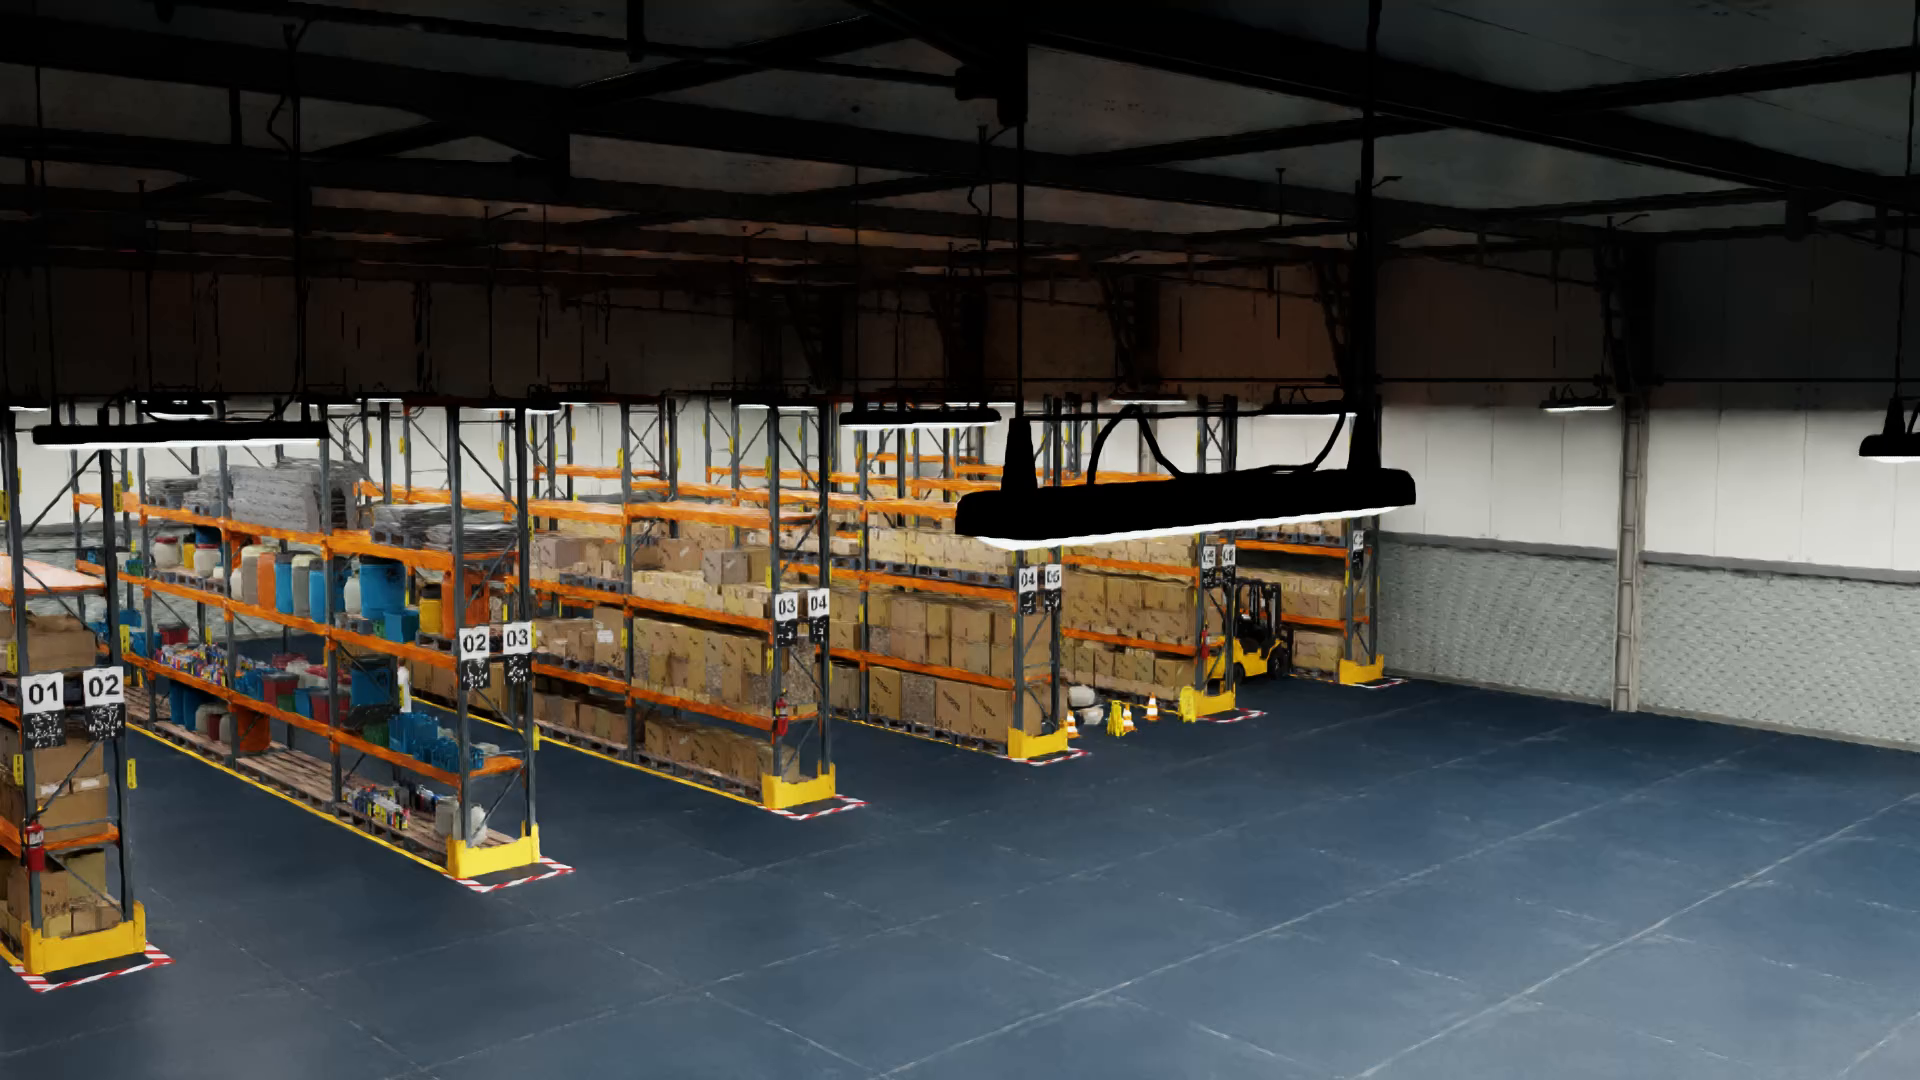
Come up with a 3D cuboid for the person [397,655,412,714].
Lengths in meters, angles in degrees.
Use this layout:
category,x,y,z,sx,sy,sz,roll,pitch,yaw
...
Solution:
category,x,y,z,sx,sy,sz,roll,pitch,yaw
person,-9.307,2.770,27.520,0.556,1.781,0.631,-1,6,-13
